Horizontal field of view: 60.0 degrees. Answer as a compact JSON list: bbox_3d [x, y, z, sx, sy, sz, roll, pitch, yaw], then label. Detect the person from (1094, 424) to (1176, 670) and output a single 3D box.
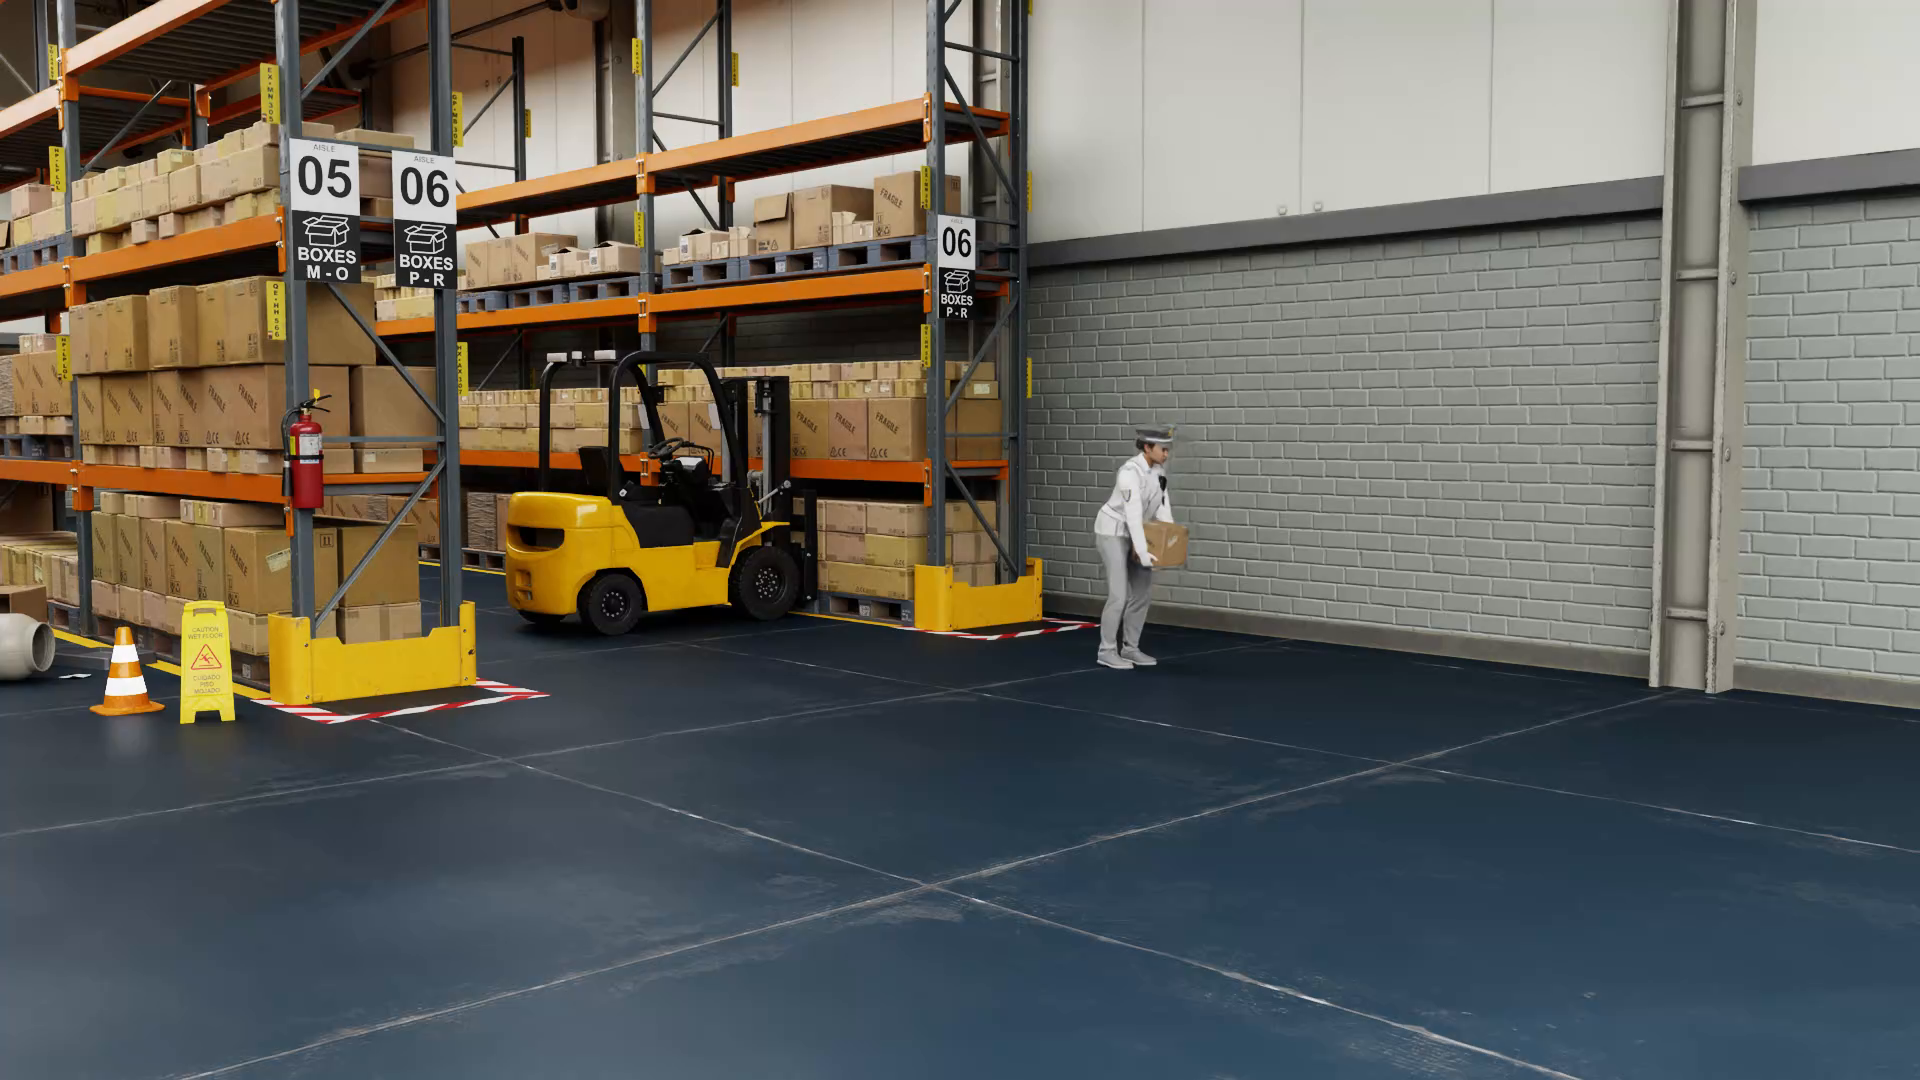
[{"bbox_3d":[1.168,0.042,10.928,0.409,1.605,0.569,-4,6,-45],"label":"person"}]
